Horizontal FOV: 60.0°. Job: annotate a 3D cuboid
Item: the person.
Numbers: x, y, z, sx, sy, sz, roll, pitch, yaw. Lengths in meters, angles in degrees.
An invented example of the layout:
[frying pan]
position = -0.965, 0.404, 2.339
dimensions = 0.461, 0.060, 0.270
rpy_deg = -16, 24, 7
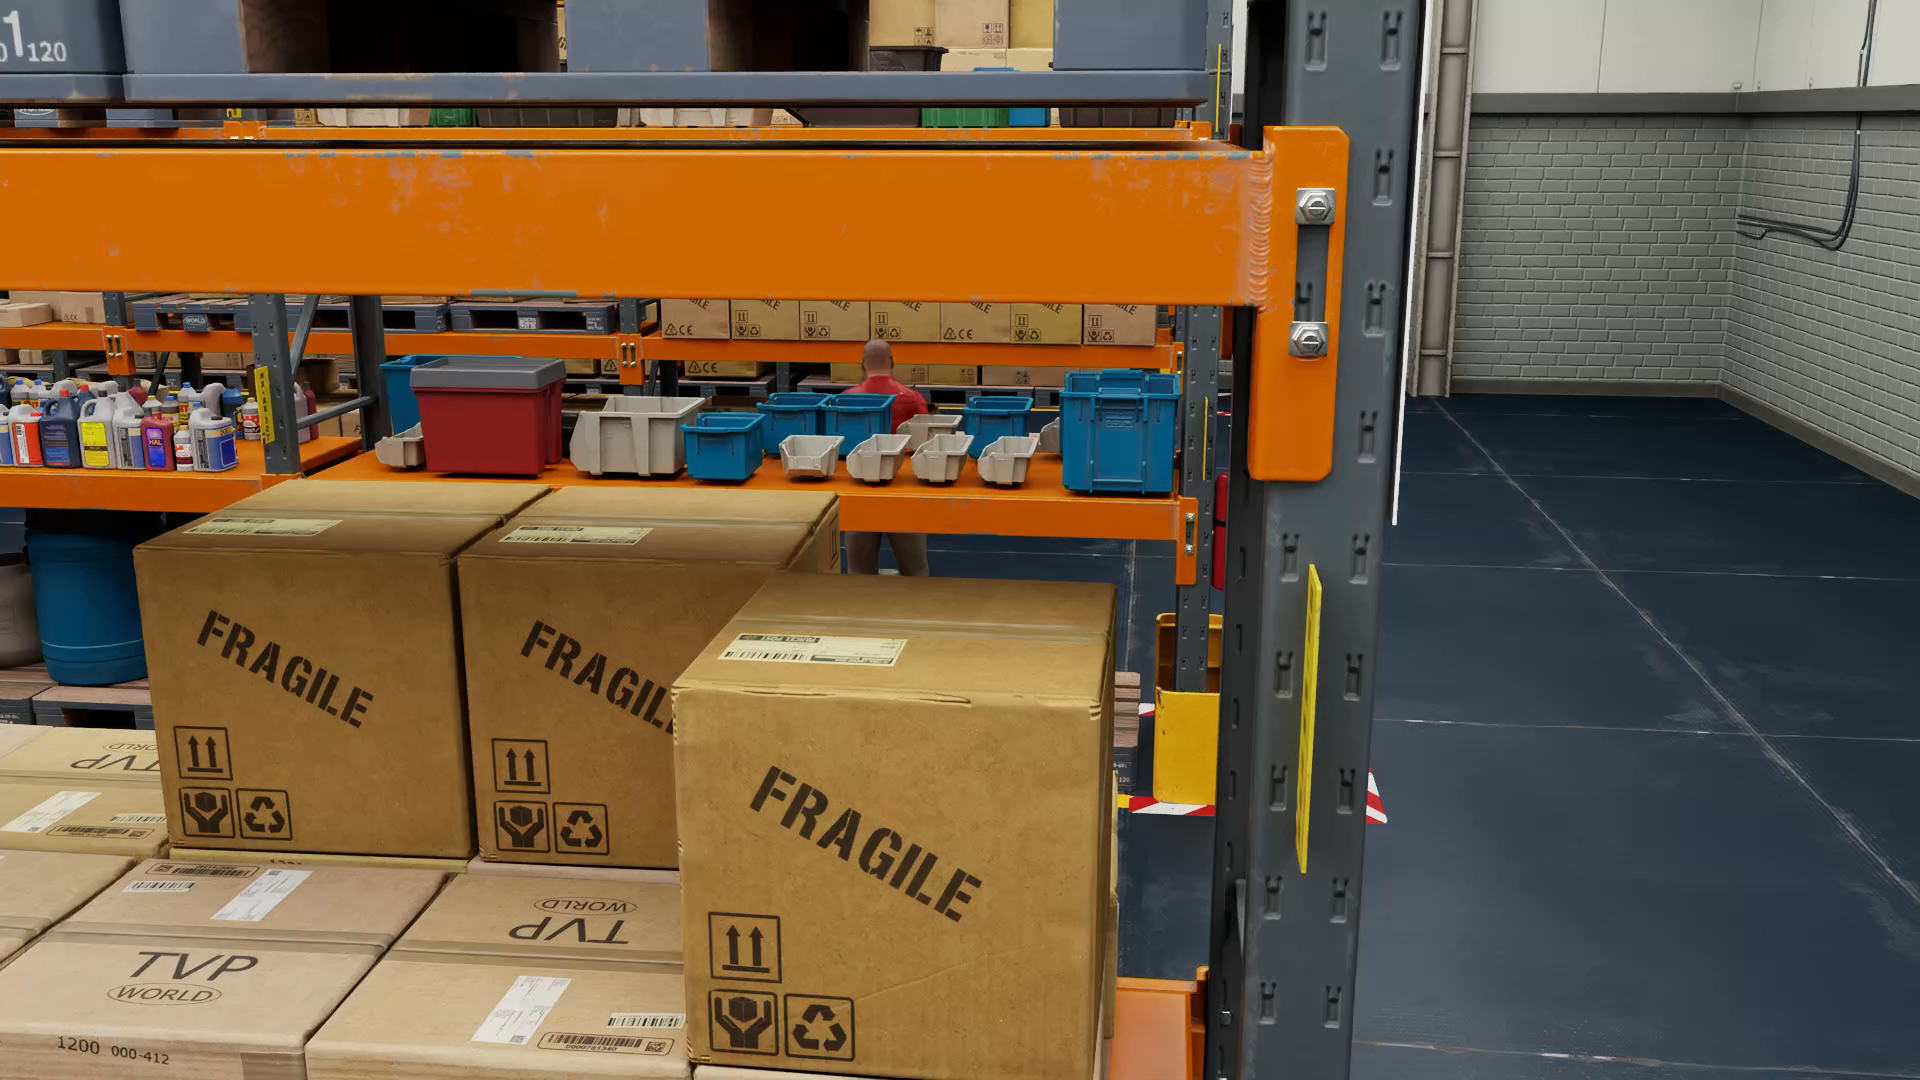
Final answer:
[person]
position = -0.403, -0.199, 8.823
dimensions = 0.601, 1.726, 0.393
rpy_deg = 1, 14, 3
